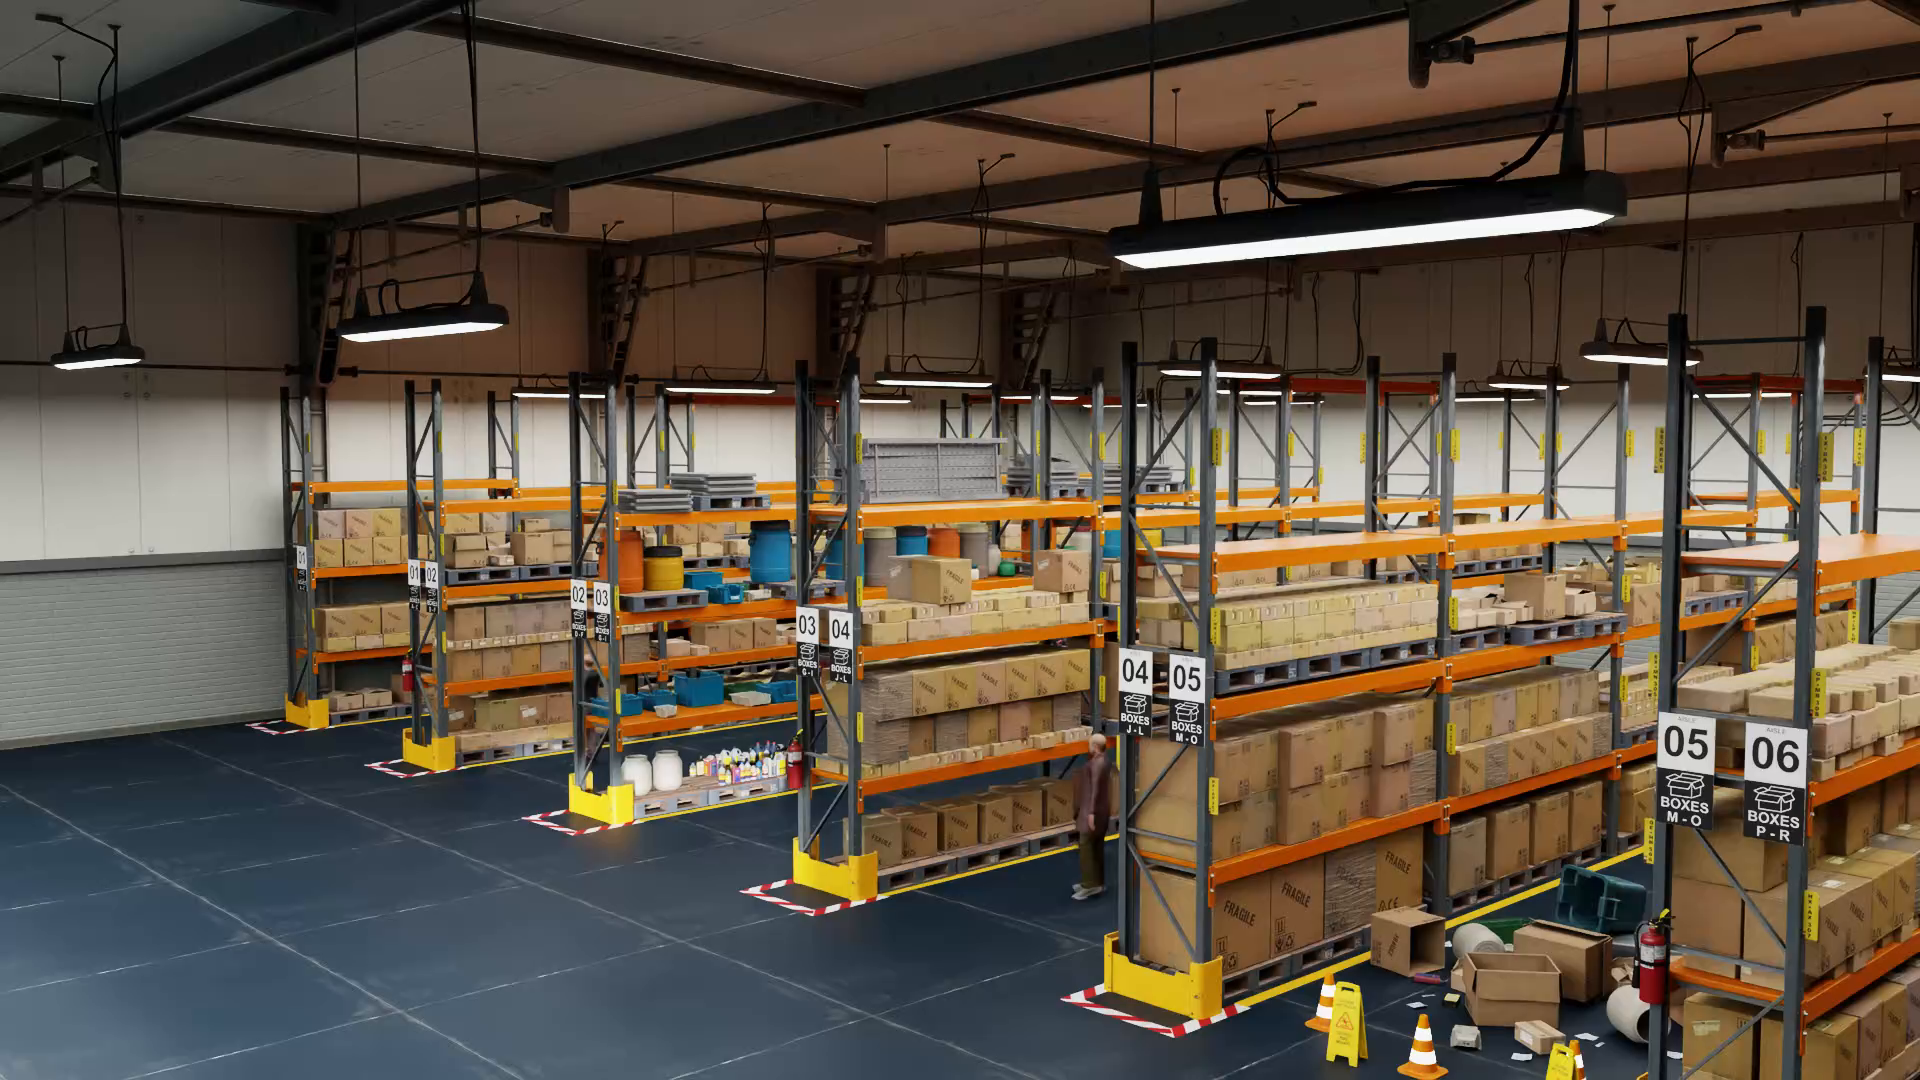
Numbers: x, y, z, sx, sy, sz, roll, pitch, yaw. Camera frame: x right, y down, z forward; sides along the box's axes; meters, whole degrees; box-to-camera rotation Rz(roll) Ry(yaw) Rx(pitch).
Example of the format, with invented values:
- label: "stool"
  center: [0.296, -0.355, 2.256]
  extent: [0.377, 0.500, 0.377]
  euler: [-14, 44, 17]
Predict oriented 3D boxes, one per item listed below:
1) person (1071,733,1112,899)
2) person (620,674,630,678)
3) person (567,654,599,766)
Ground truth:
- label: "person"
  center: [1.472, 3.101, 18.707]
  extent: [0.401, 1.807, 0.657]
  euler: [1, 4, 20]
- label: "person"
  center: [-6.188, 2.419, 30.123]
  extent: [0.496, 1.666, 0.432]
  euler: [-3, 5, -40]
- label: "person"
  center: [-5.880, 2.644, 26.005]
  extent: [0.400, 1.738, 0.566]
  euler: [1, 4, 20]
